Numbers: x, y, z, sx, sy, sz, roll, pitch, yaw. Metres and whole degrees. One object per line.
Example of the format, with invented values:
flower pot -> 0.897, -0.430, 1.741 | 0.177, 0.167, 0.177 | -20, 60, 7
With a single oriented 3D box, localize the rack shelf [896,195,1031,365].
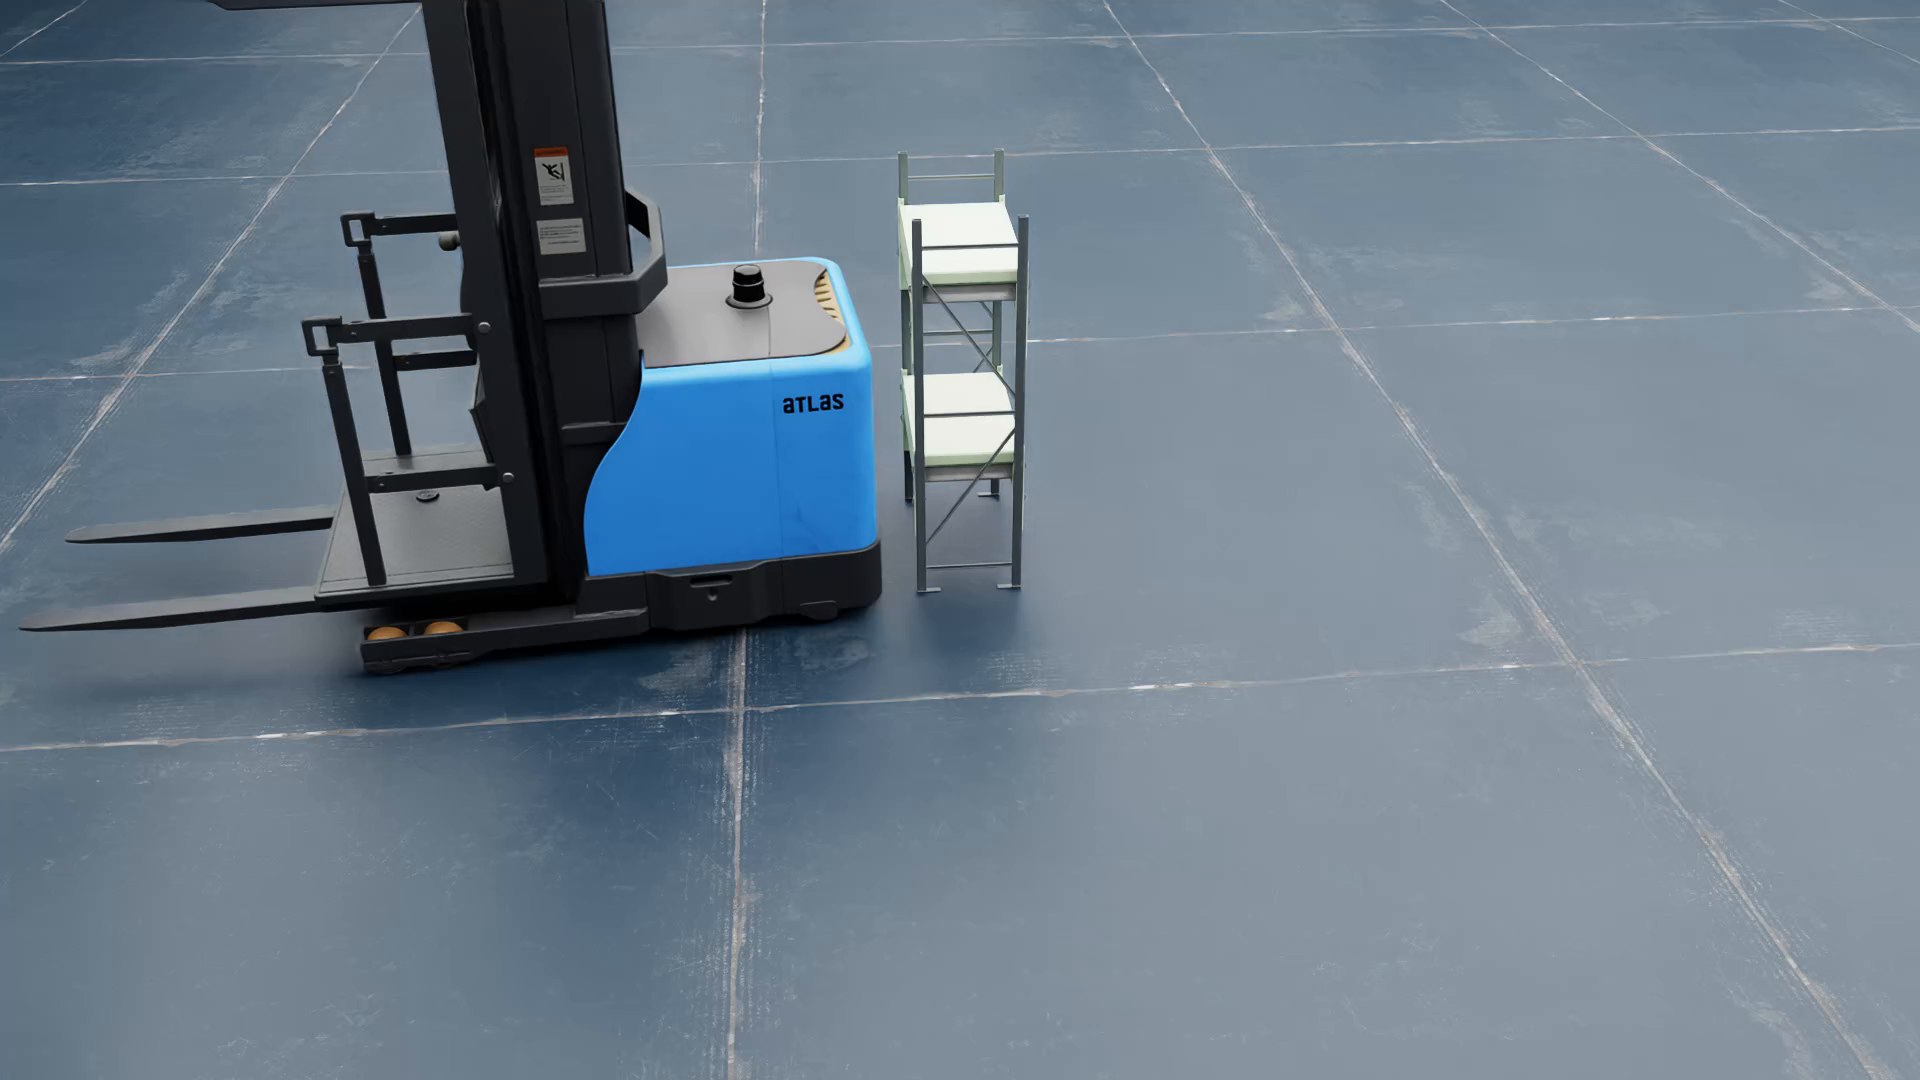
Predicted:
rack shelf -> 0.001, -0.976, 6.160 | 0.431, 0.370, 0.720 | -3, 31, -5

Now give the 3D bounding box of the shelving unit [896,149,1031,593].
shelving unit -> 0.001, -0.640, 6.360 | 0.431, 1.500, 0.755 | -3, 31, -5

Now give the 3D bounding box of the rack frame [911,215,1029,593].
rack frame -> 0.035, -0.454, 6.047 | 0.400, 1.500, 0.023 | -3, 31, -5

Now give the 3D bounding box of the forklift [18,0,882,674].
forklift -> -1.863, -1.074, 5.690 | 3.031, 2.935, 1.130 | -6, 31, -9

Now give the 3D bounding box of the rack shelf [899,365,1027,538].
rack shelf -> 0.001, -0.361, 6.527 | 0.431, 0.370, 0.720 | -3, 31, -5

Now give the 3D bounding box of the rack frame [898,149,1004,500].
rack frame -> -0.034, -0.827, 6.673 | 0.400, 1.500, 0.023 | -3, 31, -5
